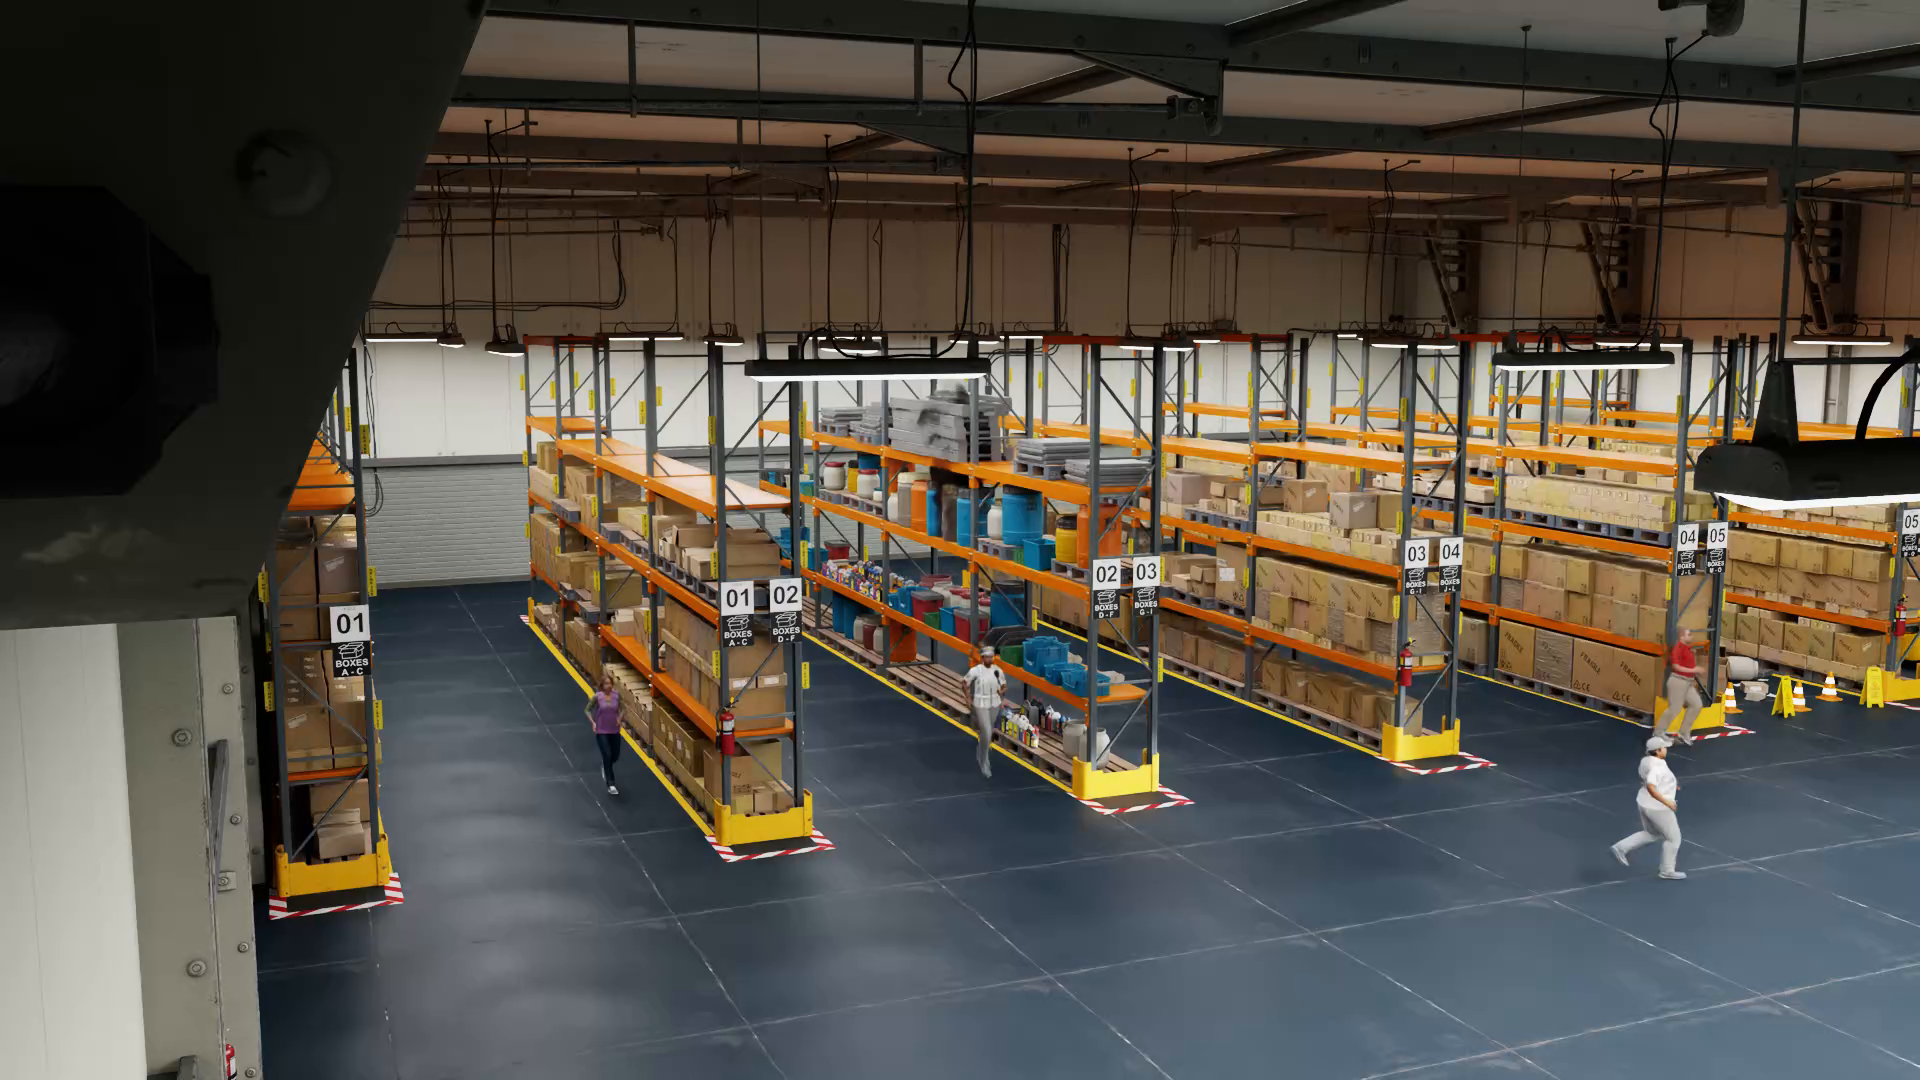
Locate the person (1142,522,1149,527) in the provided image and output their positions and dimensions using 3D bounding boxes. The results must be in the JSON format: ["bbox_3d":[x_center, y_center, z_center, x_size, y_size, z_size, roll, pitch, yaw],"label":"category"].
[{"bbox_3d":[4.283,0.422,38.187,0.666,1.676,0.595,-2,8,-16],"label":"person"}]

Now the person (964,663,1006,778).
[{"bbox_3d":[0.352,2.413,22.564,0.509,1.512,0.650,-4,8,-26],"label":"person"}]

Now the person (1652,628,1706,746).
[{"bbox_3d":[10.768,2.209,24.819,0.694,1.787,0.660,6,10,37],"label":"person"}]

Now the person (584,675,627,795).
[{"bbox_3d":[-4.741,2.583,22.357,0.558,1.584,0.723,-4,9,-28],"label":"person"}]

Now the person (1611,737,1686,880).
[{"bbox_3d":[7.848,3.030,18.820,0.803,1.632,0.557,0,8,3],"label":"person"}]
